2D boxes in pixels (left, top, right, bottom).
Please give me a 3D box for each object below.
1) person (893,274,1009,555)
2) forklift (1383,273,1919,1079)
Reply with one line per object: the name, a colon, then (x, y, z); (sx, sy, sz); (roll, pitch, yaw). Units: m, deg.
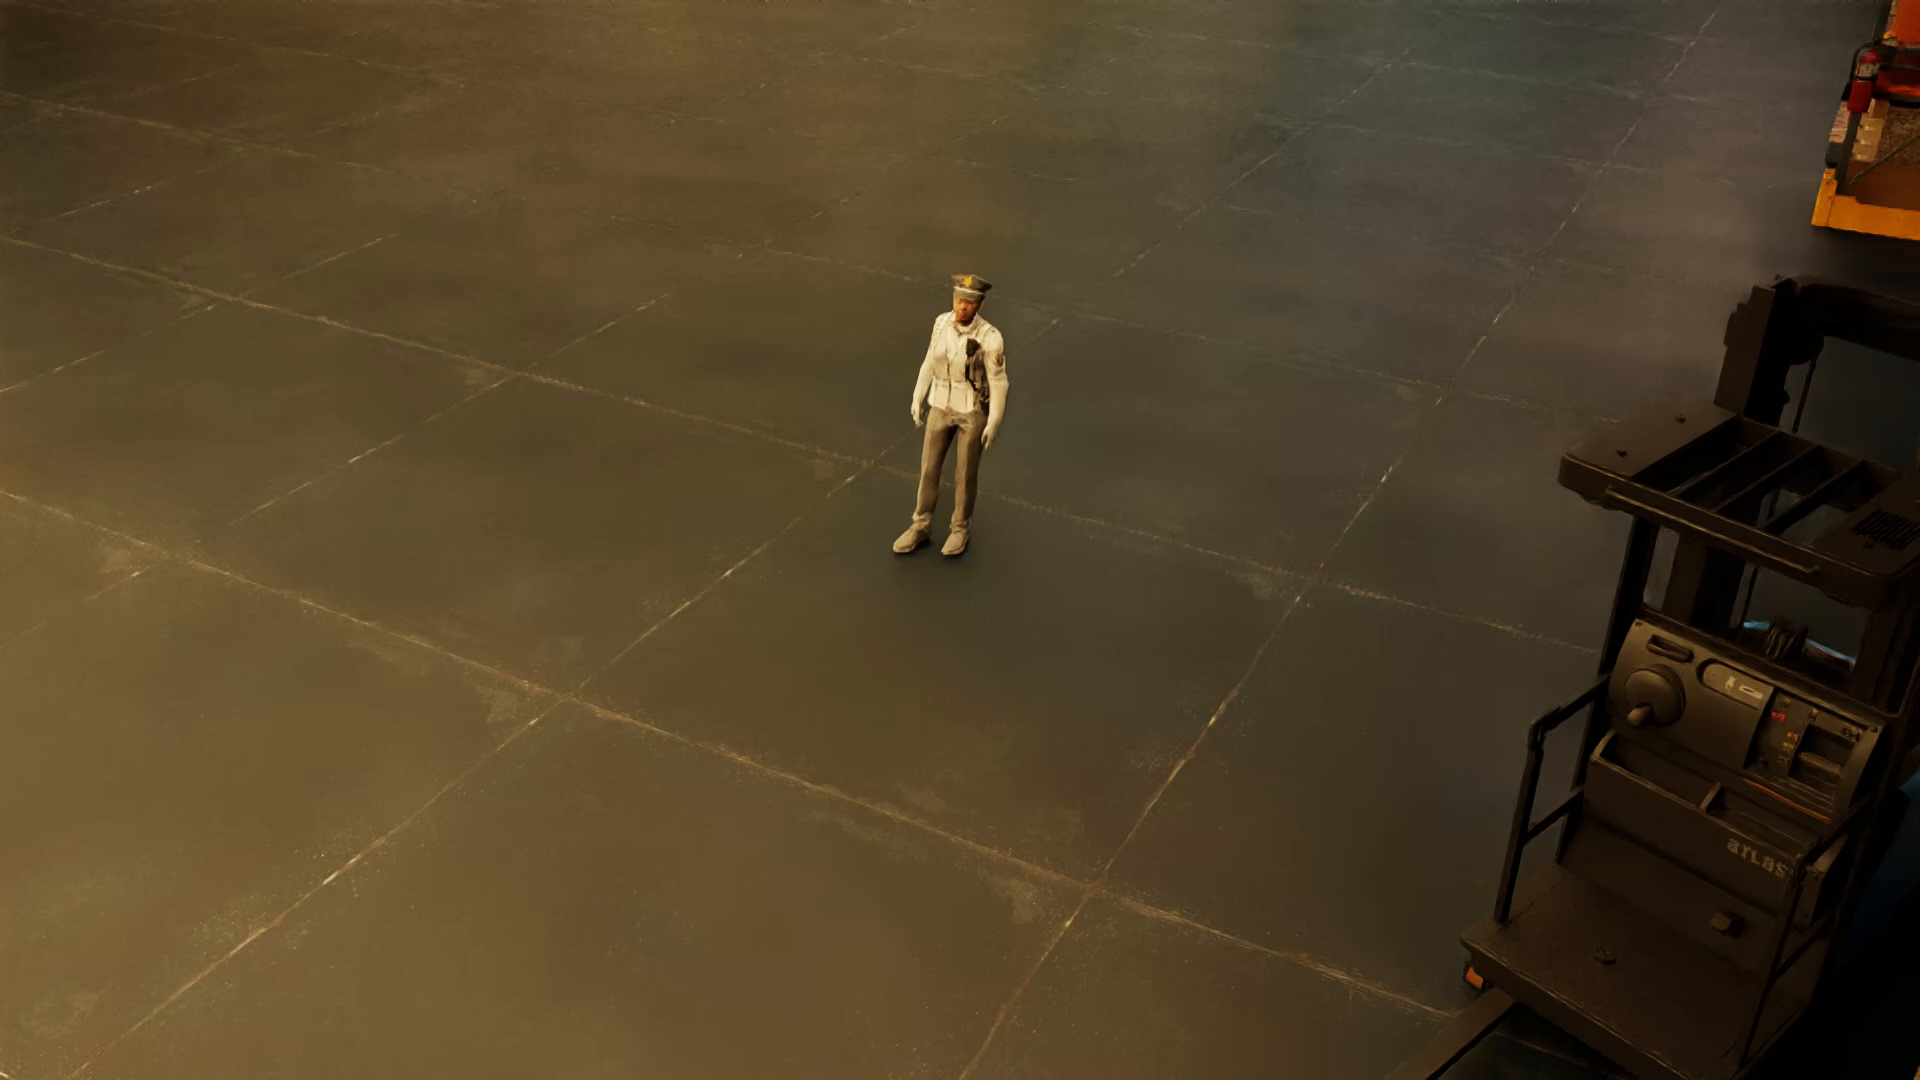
person: (-0.039, -0.712, 9.527); (0.586, 1.695, 0.533); (15, 33, 25)
forklift: (2.686, 0.655, 5.935); (3.031, 2.935, 1.130); (-24, 37, -35)
